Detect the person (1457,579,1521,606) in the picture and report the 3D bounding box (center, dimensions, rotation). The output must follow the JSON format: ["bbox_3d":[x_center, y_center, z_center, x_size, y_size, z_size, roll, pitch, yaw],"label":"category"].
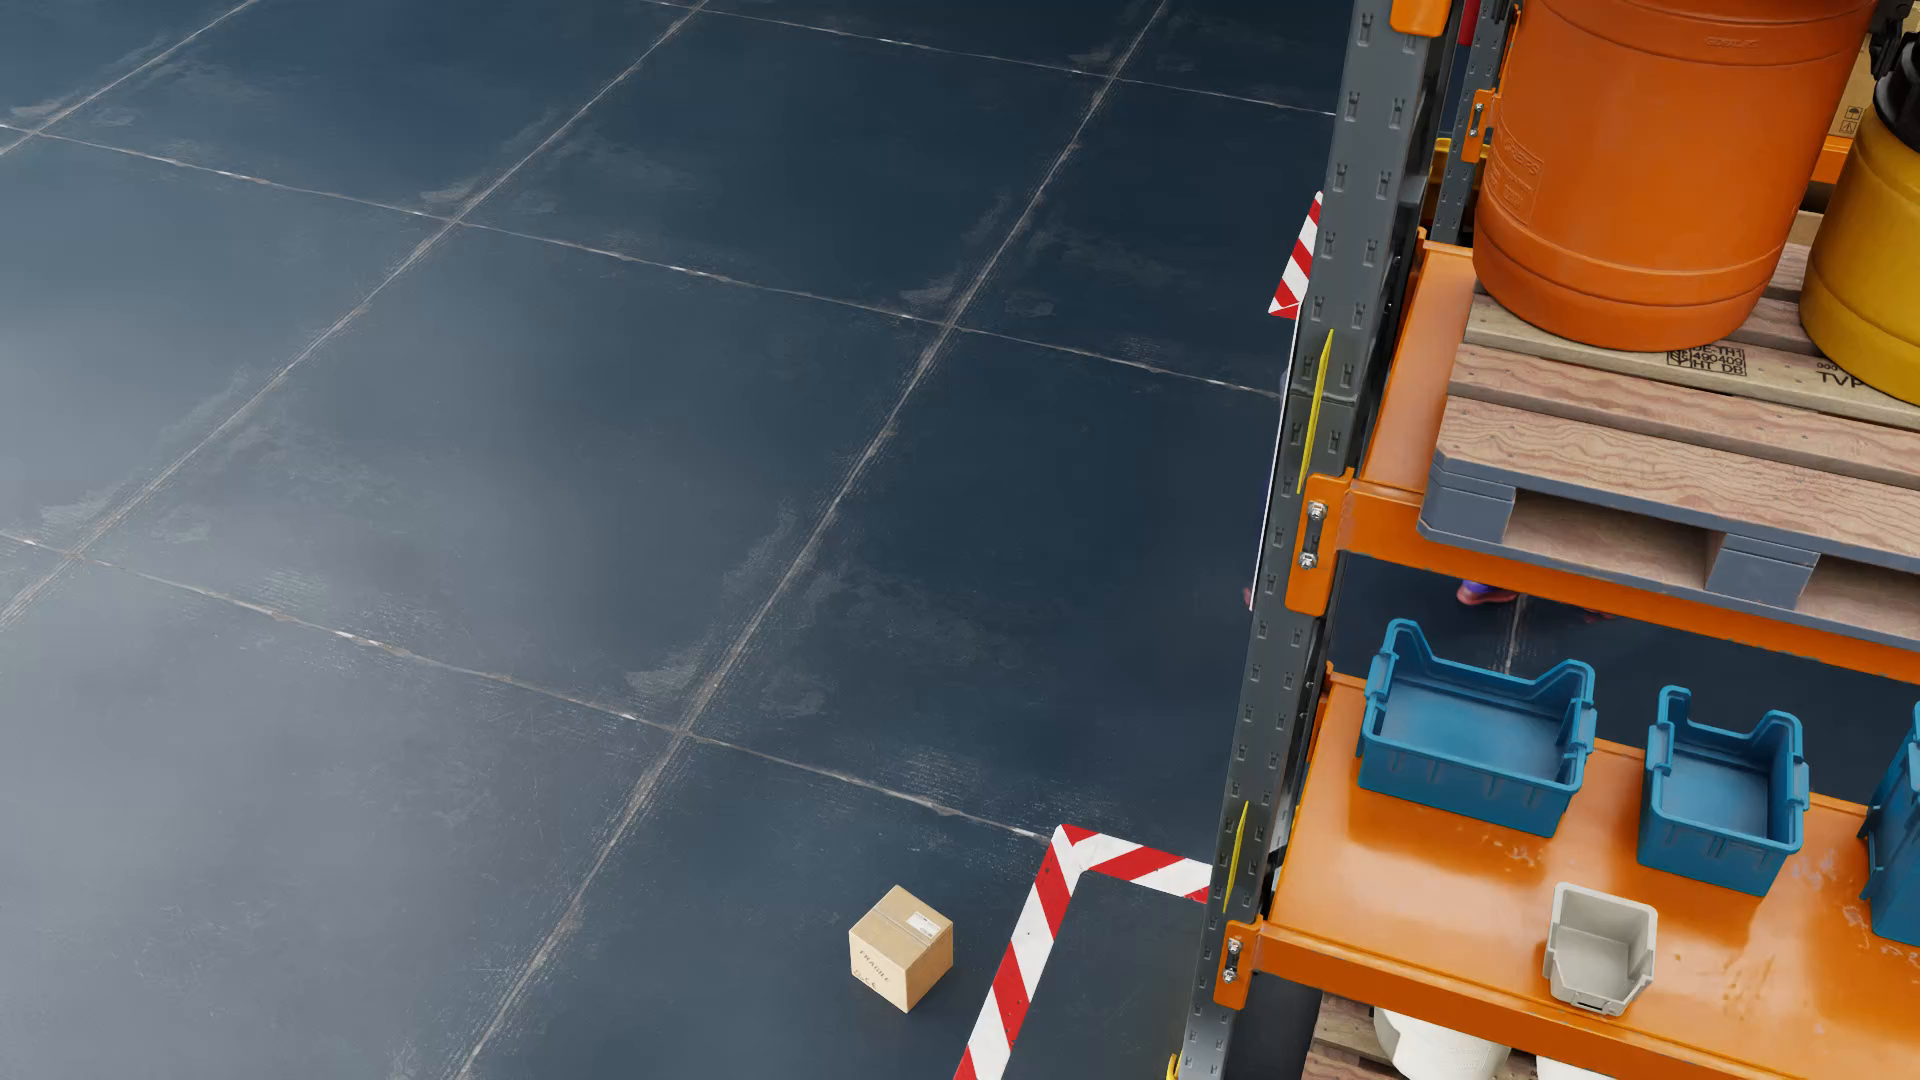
[{"bbox_3d":[2.569,-0.382,6.591,0.929,1.586,0.474,-12,43,-13],"label":"person"}]
